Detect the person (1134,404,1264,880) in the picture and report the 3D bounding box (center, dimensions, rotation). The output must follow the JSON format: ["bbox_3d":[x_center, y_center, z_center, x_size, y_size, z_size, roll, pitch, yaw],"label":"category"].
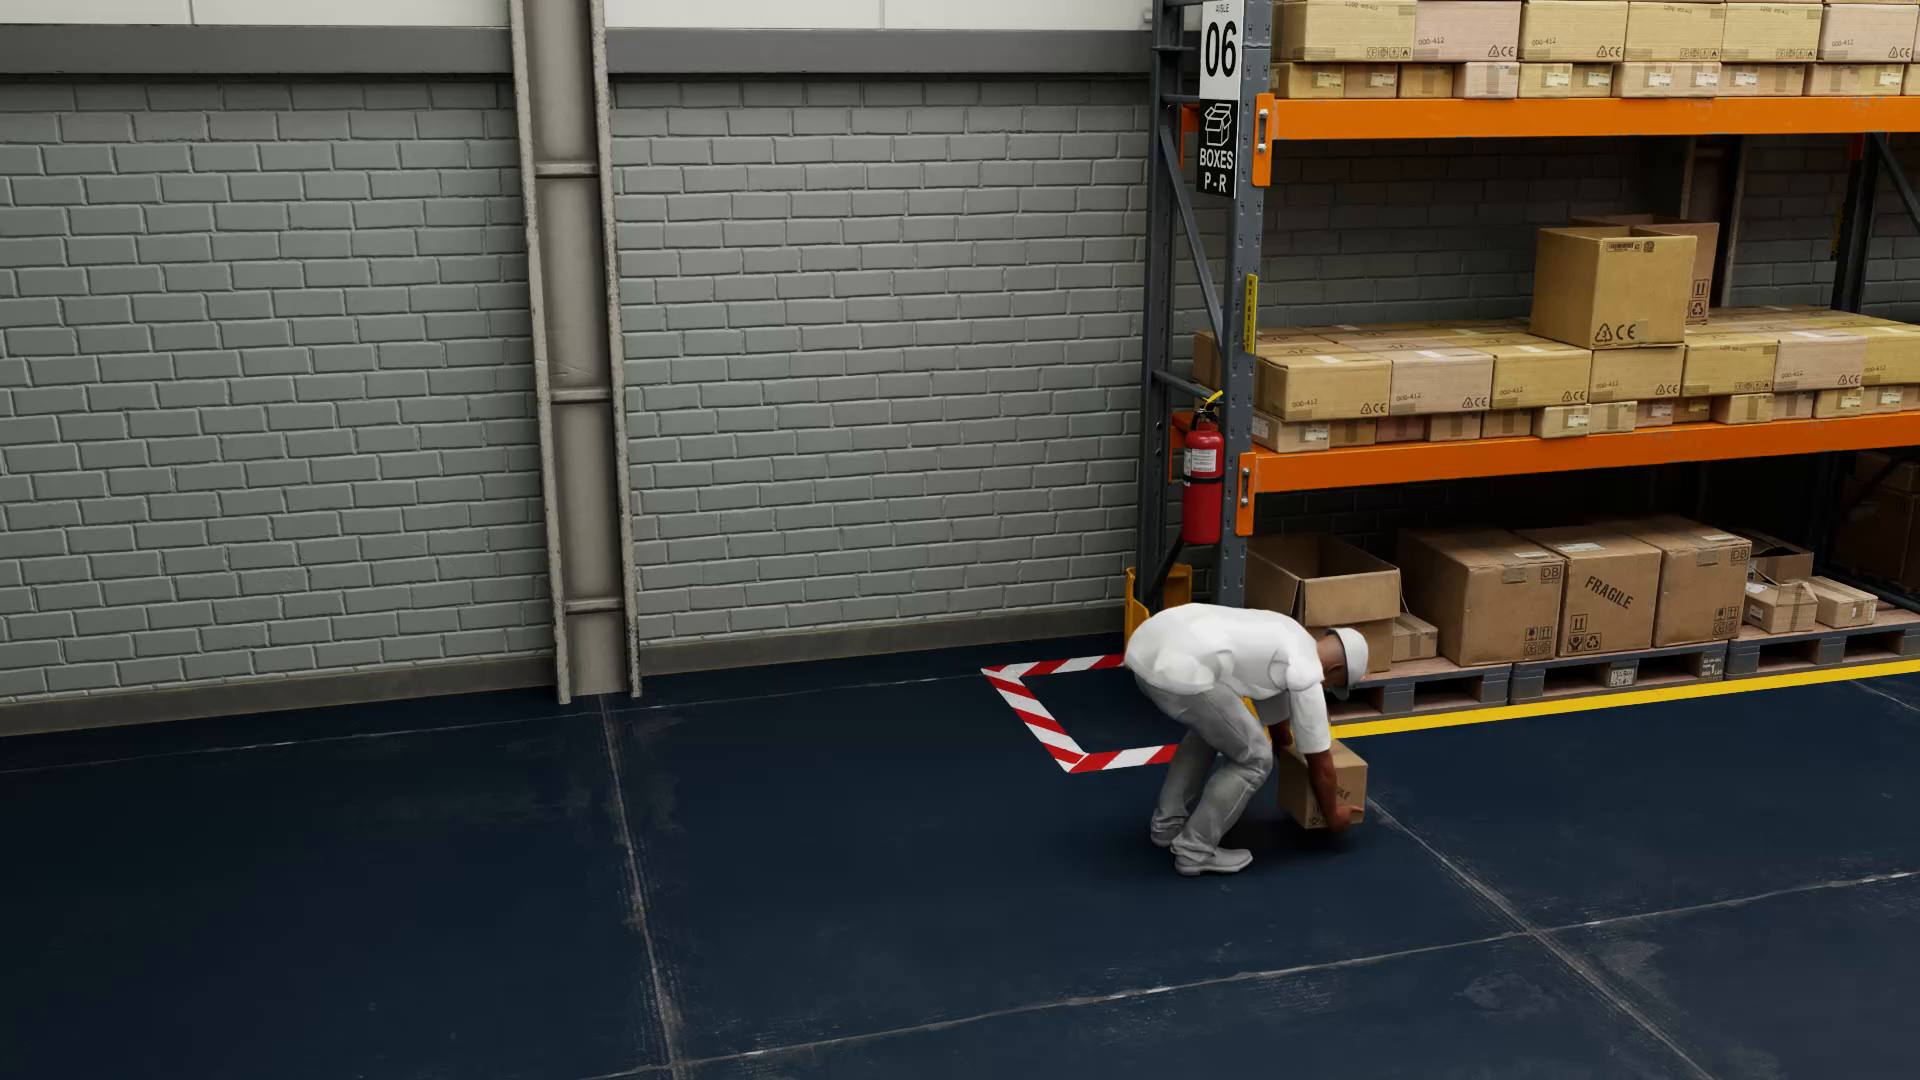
[{"bbox_3d":[0.902,0.363,6.222,0.462,1.759,0.633,-5,17,-18],"label":"person"}]
